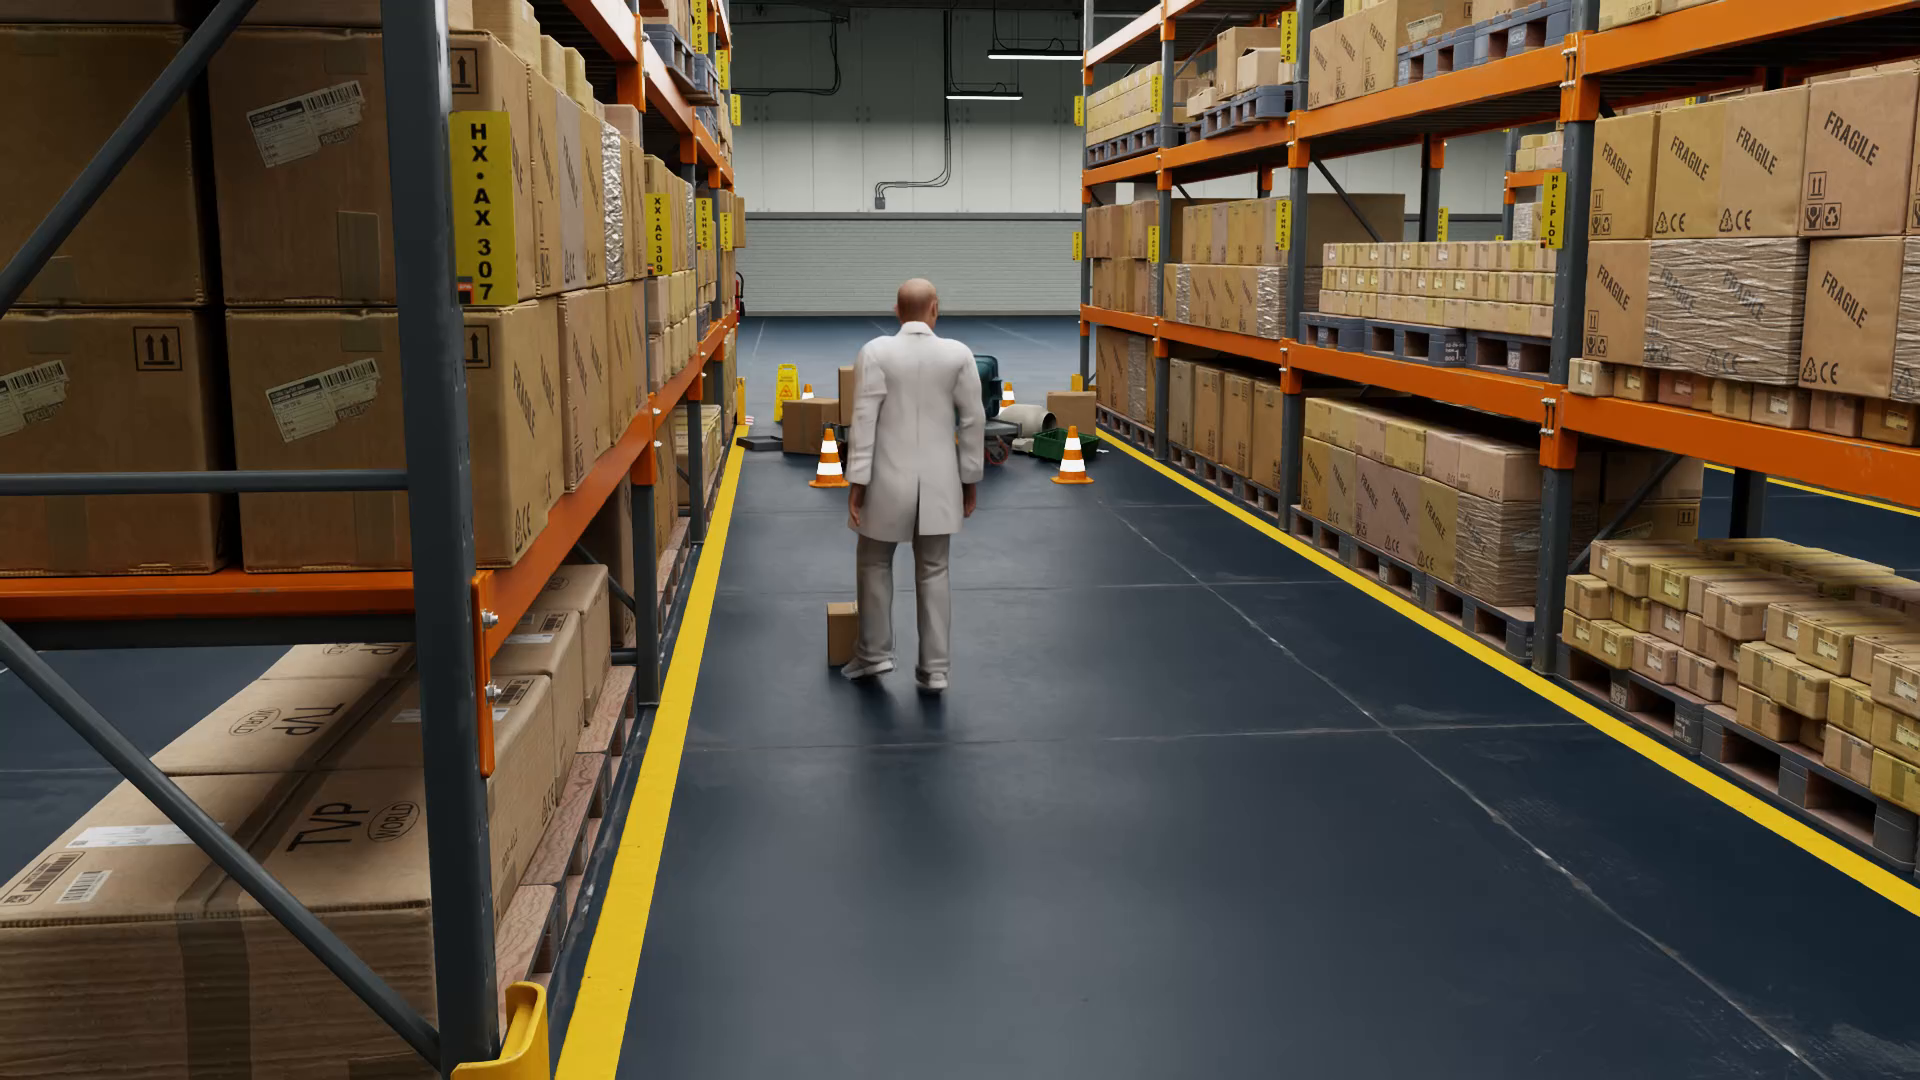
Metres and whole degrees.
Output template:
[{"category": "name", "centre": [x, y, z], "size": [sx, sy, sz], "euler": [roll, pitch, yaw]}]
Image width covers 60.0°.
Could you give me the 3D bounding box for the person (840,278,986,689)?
[{"category": "person", "centre": [-0.225, -0.226, 7.273], "size": [0.627, 1.812, 0.606], "euler": [-2, 10, -13]}]
